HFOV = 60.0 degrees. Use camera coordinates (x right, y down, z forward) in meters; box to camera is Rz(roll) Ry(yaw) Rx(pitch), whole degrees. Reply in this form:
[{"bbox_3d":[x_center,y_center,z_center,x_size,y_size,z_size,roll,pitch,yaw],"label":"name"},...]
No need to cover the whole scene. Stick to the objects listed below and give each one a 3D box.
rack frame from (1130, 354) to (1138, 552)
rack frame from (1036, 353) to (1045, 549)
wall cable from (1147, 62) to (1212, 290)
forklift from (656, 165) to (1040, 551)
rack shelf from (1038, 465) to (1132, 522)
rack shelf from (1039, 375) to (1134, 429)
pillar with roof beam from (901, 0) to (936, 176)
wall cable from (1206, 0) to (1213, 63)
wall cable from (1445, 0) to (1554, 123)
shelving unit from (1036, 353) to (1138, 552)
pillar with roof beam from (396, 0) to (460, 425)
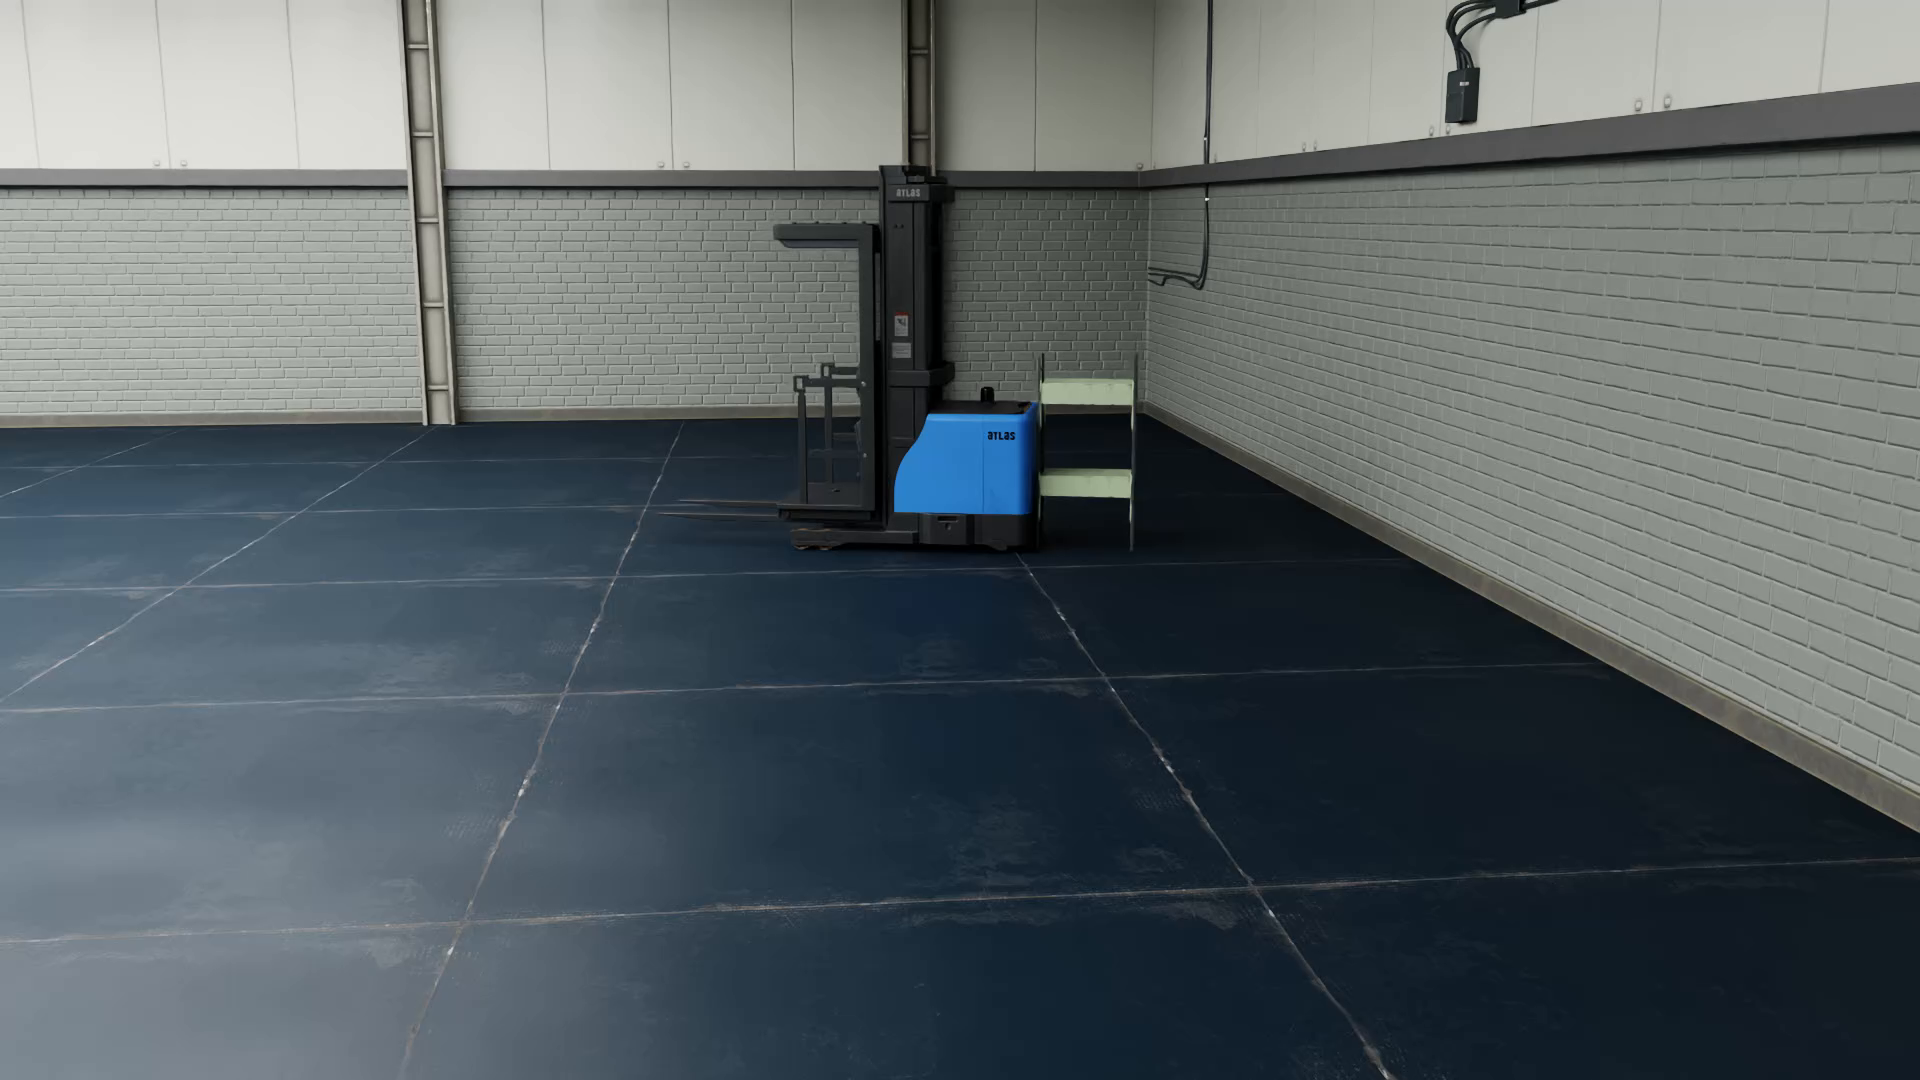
[{"bbox_3d":[1.357,-0.683,12.955,0.023,1.500,0.400,1,11,7],"label":"rack frame"},{"bbox_3d":[0.631,-0.701,13.047,0.023,1.500,0.400,1,11,7],"label":"rack frame"},{"bbox_3d":[2.558,-4.283,19.877,0.112,2.526,3.097,-1,11,-6],"label":"wall cable"},{"bbox_3d":[-0.891,-1.458,13.186,3.031,2.935,1.130,1,11,7],"label":"forklift"},{"bbox_3d":[0.994,-0.372,13.064,0.720,0.370,0.431,1,11,7],"label":"rack shelf"},{"bbox_3d":[0.994,-1.075,12.926,0.720,0.370,0.431,1,11,7],"label":"rack shelf"},{"bbox_3d":[-0.049,-5.174,16.356,0.400,9.000,9.100,-1,11,-6],"label":"pillar with roof beam"},{"bbox_3d":[2.850,-6.243,16.751,0.112,2.526,3.097,-1,11,-6],"label":"wall cable"},{"bbox_3d":[3.567,-5.655,9.987,0.169,6.003,2.305,-1,11,-6],"label":"wall cable"},{"bbox_3d":[0.994,-0.692,13.001,0.755,1.500,0.431,1,11,7],"label":"shelving unit"},{"bbox_3d":[-6.014,-5.049,15.720,0.400,9.000,9.100,-1,11,-6],"label":"pillar with roof beam"}]
